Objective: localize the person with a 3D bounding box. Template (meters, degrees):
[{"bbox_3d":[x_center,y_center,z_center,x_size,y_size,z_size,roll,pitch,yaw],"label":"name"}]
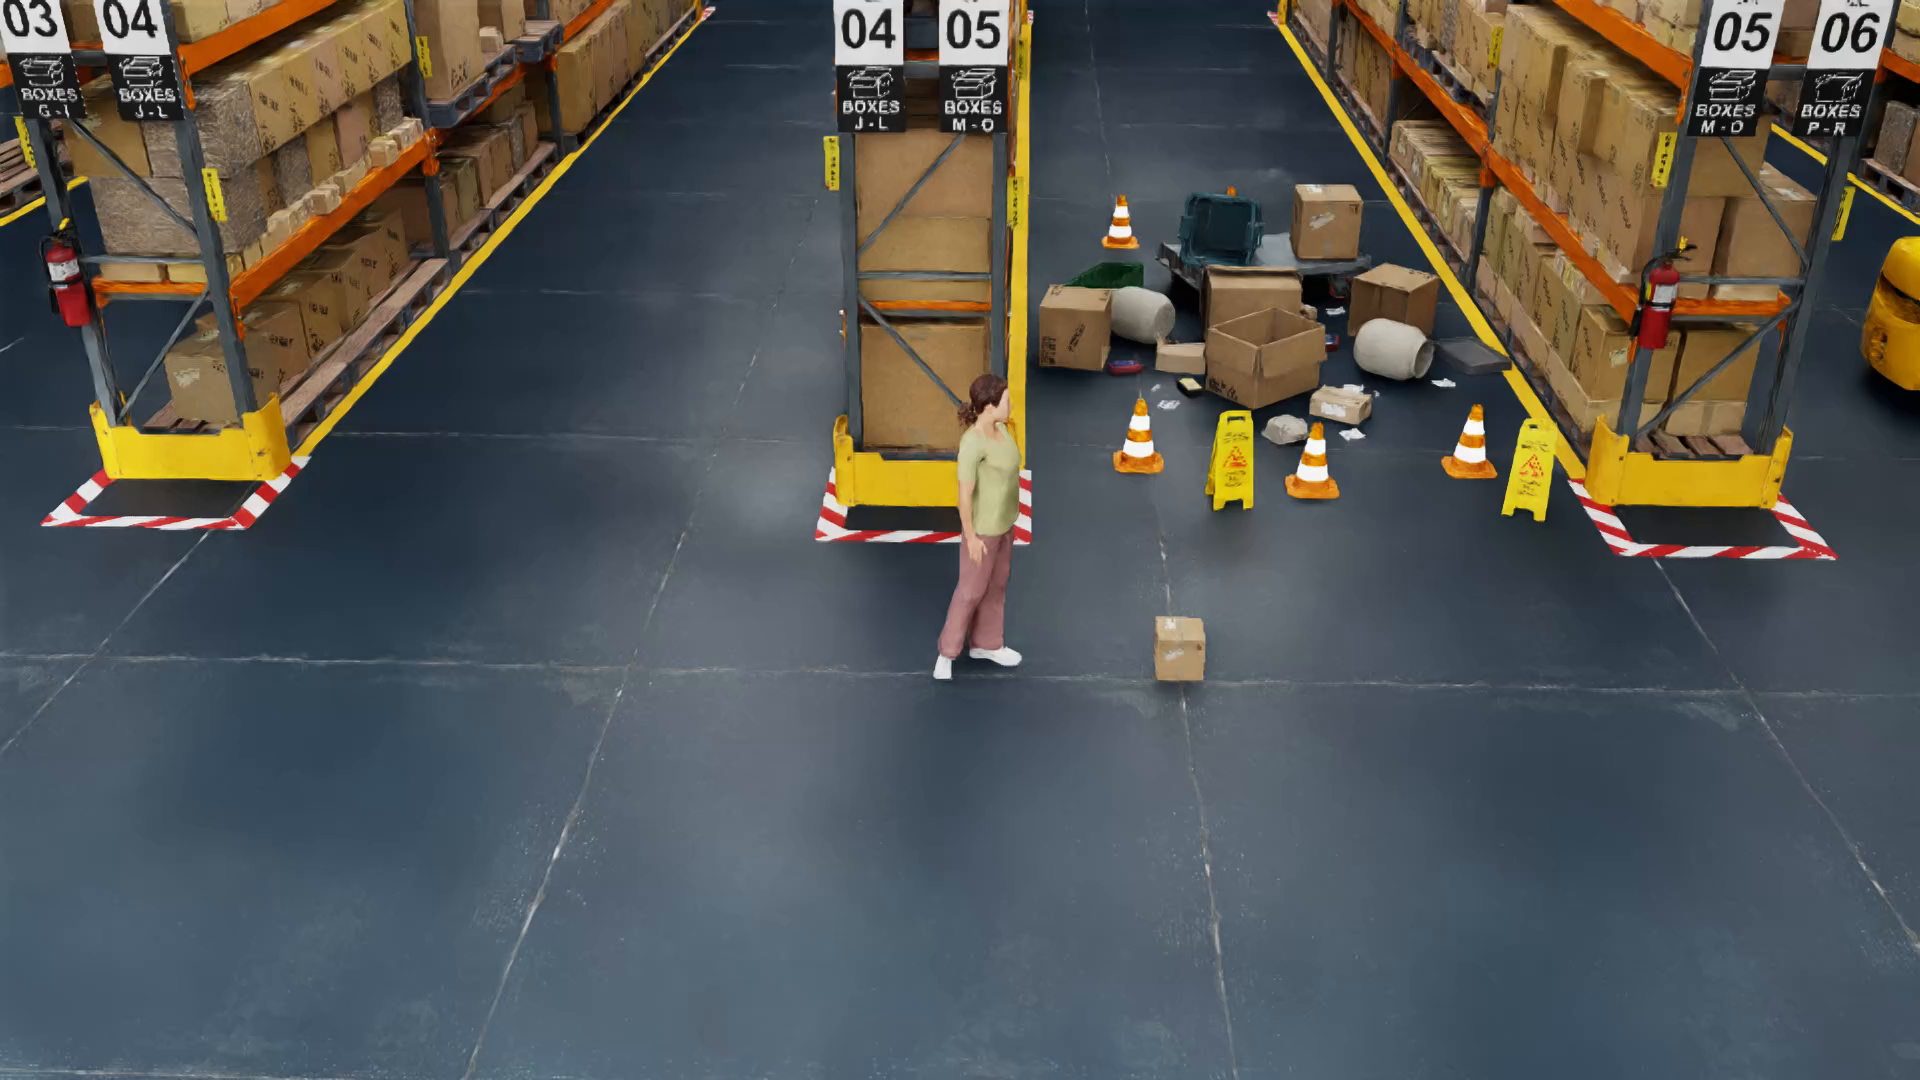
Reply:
[{"bbox_3d":[0.108,-0.062,8.733,0.435,1.654,0.609,14,31,25],"label":"person"}]
